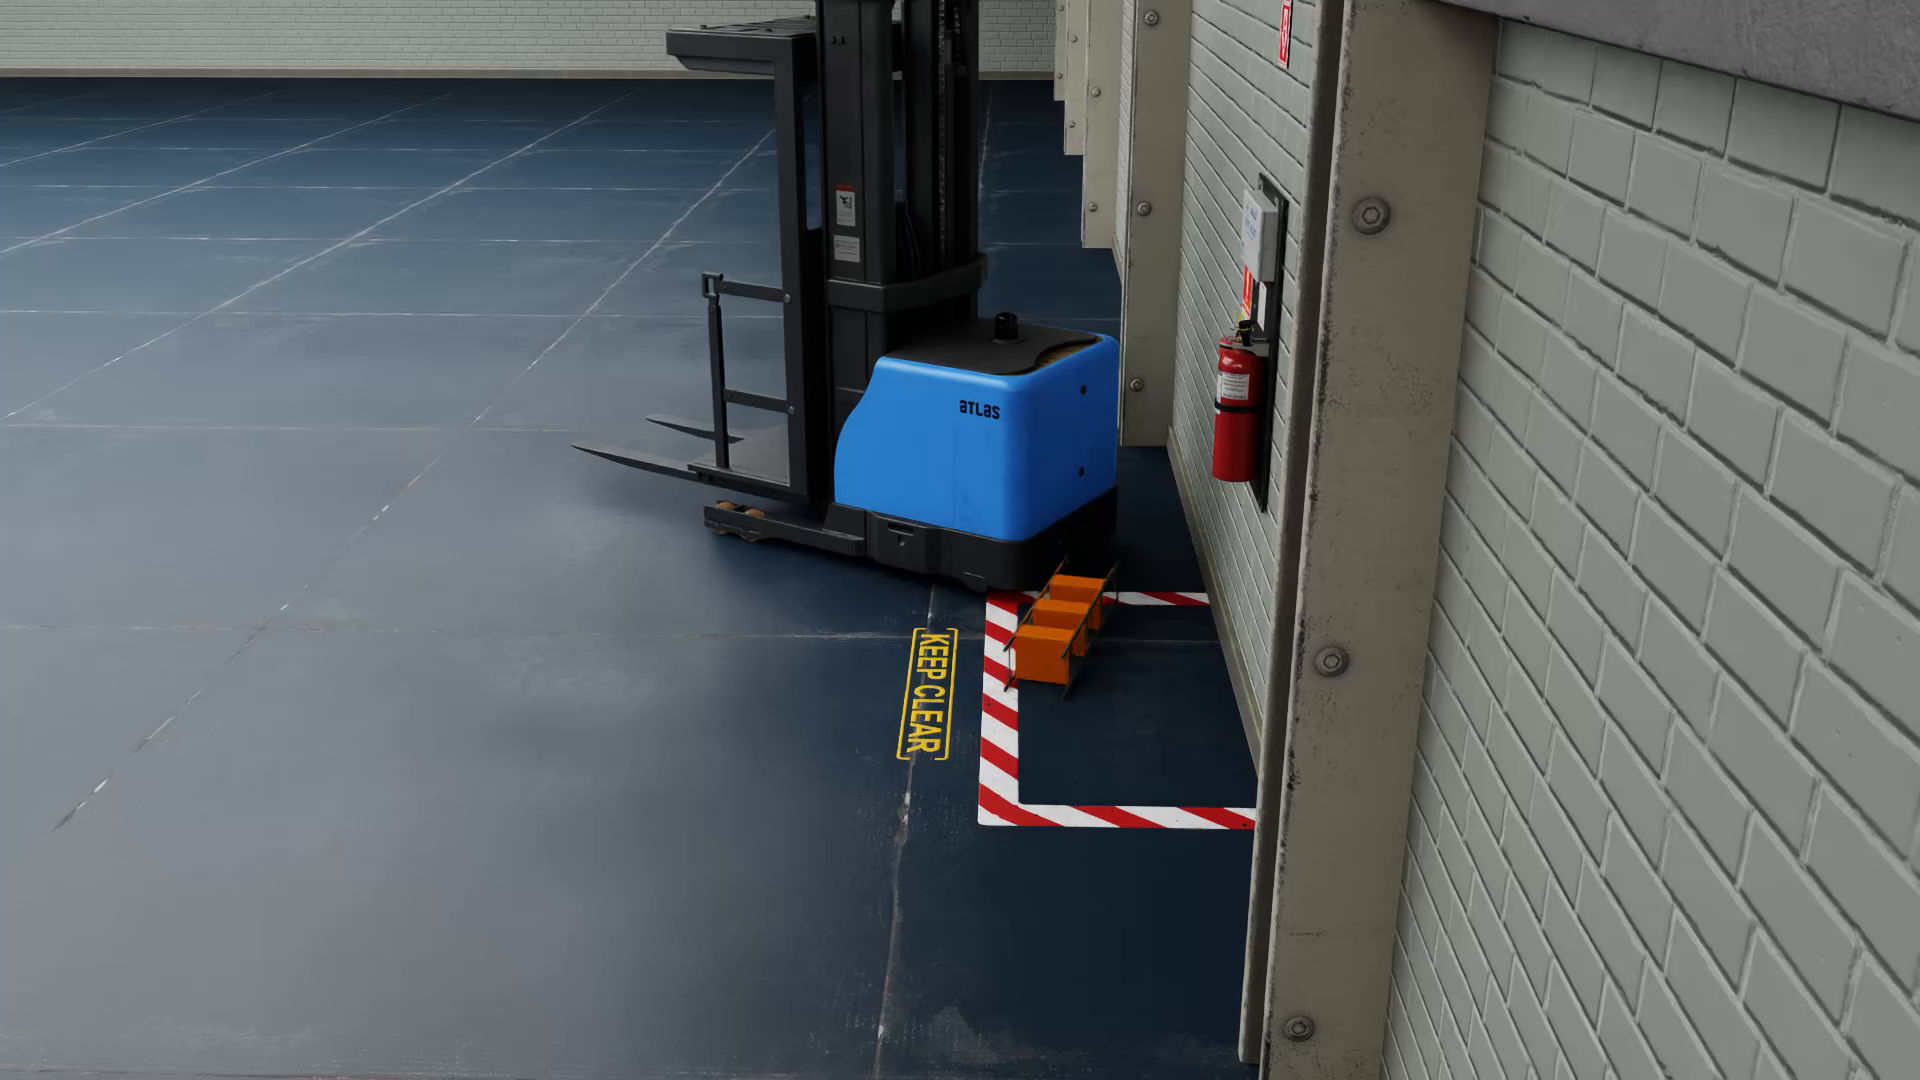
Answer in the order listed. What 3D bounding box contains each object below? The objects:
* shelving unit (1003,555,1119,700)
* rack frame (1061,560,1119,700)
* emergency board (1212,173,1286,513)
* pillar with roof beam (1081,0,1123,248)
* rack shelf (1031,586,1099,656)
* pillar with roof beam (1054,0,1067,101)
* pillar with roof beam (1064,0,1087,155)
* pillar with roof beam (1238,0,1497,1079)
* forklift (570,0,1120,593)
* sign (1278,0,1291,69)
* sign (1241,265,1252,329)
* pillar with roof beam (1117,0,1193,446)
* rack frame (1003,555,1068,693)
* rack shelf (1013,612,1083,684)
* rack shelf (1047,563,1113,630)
[{"bbox_3d":[0.457,0.362,7.273,0.252,0.215,1.050,6,23,17],"label":"shelving unit"},{"bbox_3d":[0.573,0.374,7.238,0.008,0.200,1.050,6,23,17],"label":"rack frame"},{"bbox_3d":[1.058,-0.758,6.335,0.194,1.169,0.643,1,21,2],"label":"emergency board"},{"bbox_3d":[-2.993,-7.048,14.253,9.100,9.000,0.400,1,21,2],"label":"pillar with roof beam"},{"bbox_3d":[0.460,0.358,7.282,0.240,0.215,0.259,6,23,17],"label":"rack shelf"},{"bbox_3d":[-2.628,-11.386,25.435,9.100,9.000,0.400,1,21,2],"label":"pillar with roof beam"},{"bbox_3d":[-2.810,-9.217,19.844,9.100,9.000,0.400,1,21,2],"label":"pillar with roof beam"},{"bbox_3d":[-3.358,-2.709,3.070,9.100,9.000,0.400,1,21,2],"label":"pillar with roof beam"},{"bbox_3d":[-0.723,-1.503,8.352,3.031,2.935,1.130,13,25,30],"label":"forklift"},{"bbox_3d":[1.158,-1.840,5.921,0.001,0.298,0.199,1,21,2],"label":"sign"},{"bbox_3d":[1.178,-0.973,6.841,0.001,0.329,0.234,1,21,2],"label":"sign"},{"bbox_3d":[-3.175,-4.878,8.661,9.100,9.000,0.400,1,21,2],"label":"pillar with roof beam"},{"bbox_3d":[0.341,0.351,7.308,0.008,0.200,1.050,6,23,17],"label":"rack frame"},{"bbox_3d":[0.375,0.461,7.032,0.240,0.215,0.259,6,23,17],"label":"rack shelf"},{"bbox_3d":[0.545,0.258,7.527,0.240,0.215,0.259,6,23,17],"label":"rack shelf"}]
